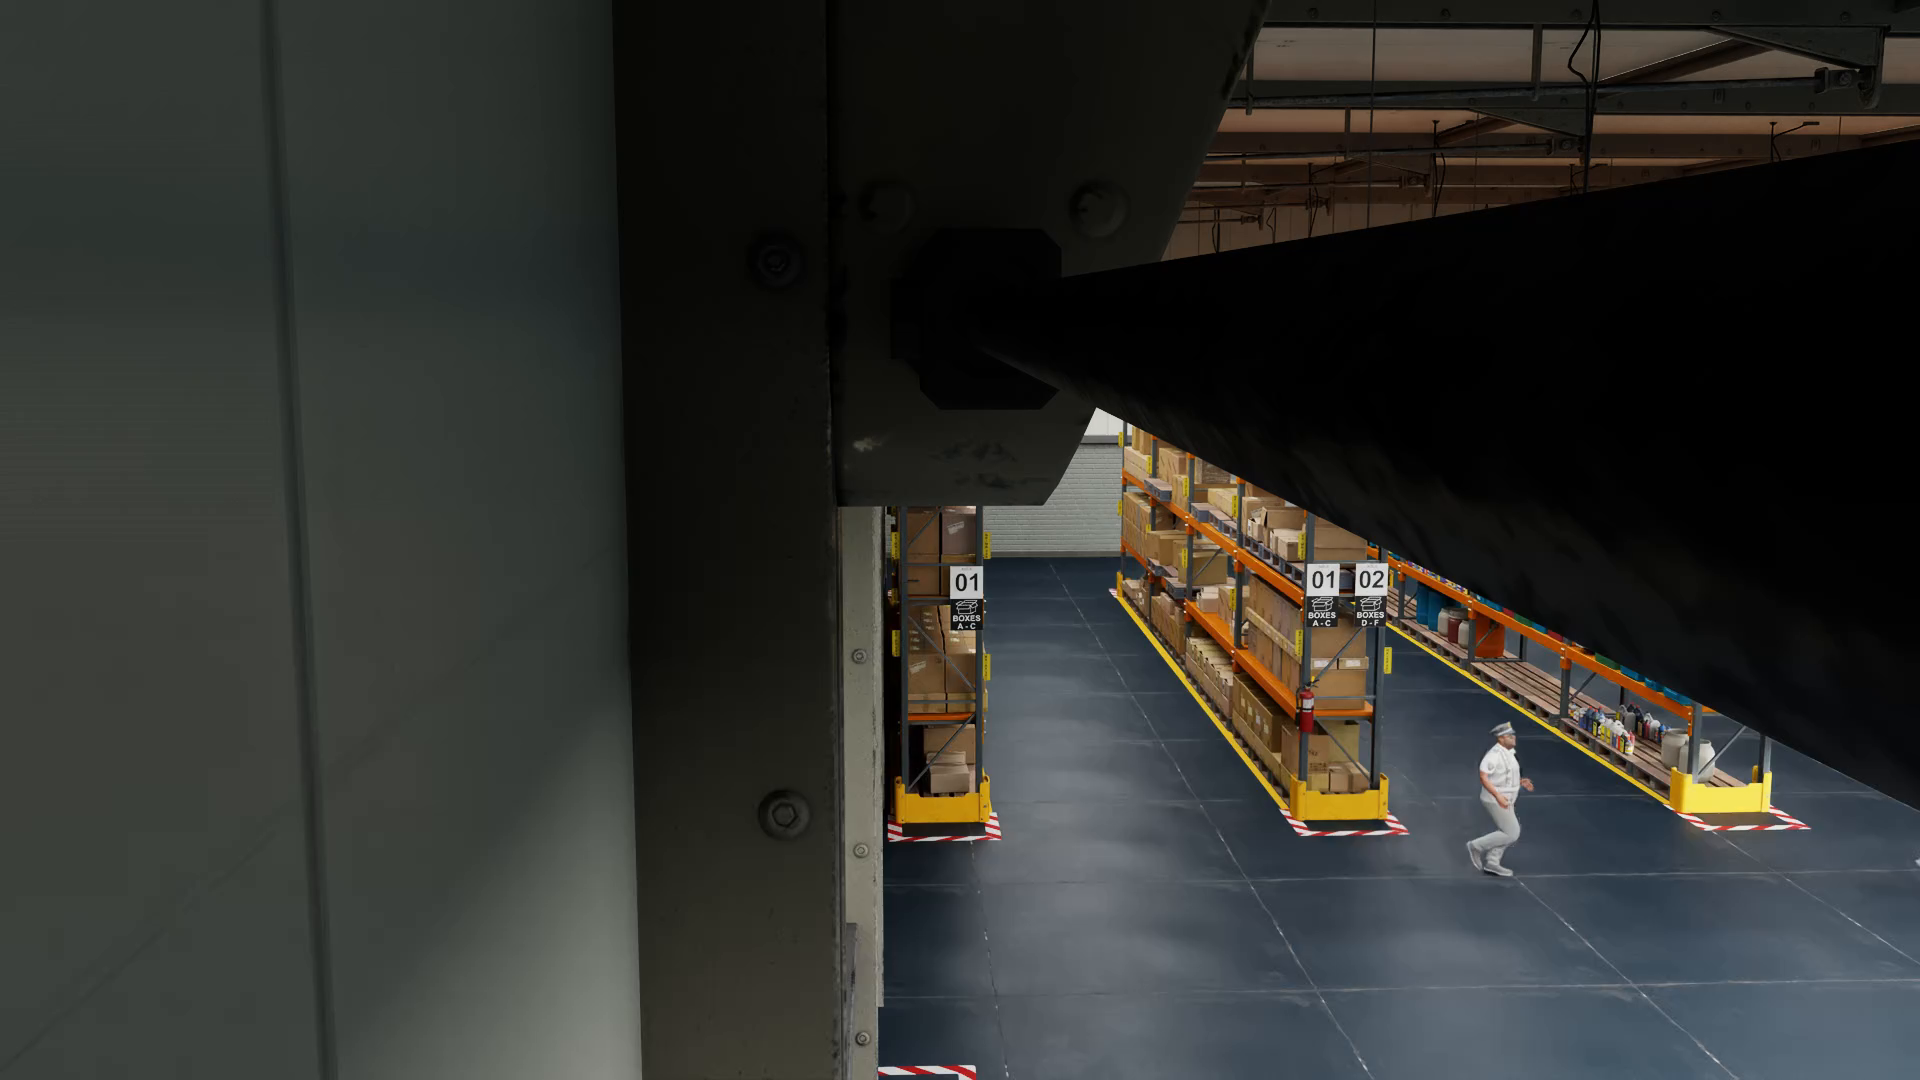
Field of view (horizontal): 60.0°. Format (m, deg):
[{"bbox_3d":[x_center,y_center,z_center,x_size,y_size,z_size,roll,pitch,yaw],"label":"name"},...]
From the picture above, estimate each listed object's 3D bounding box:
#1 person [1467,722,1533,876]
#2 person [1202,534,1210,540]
[{"bbox_3d":[6.048,2.875,18.573,0.637,1.756,0.650,4,9,29],"label":"person"},{"bbox_3d":[5.394,0.281,36.999,0.812,1.754,0.733,6,10,34],"label":"person"}]
